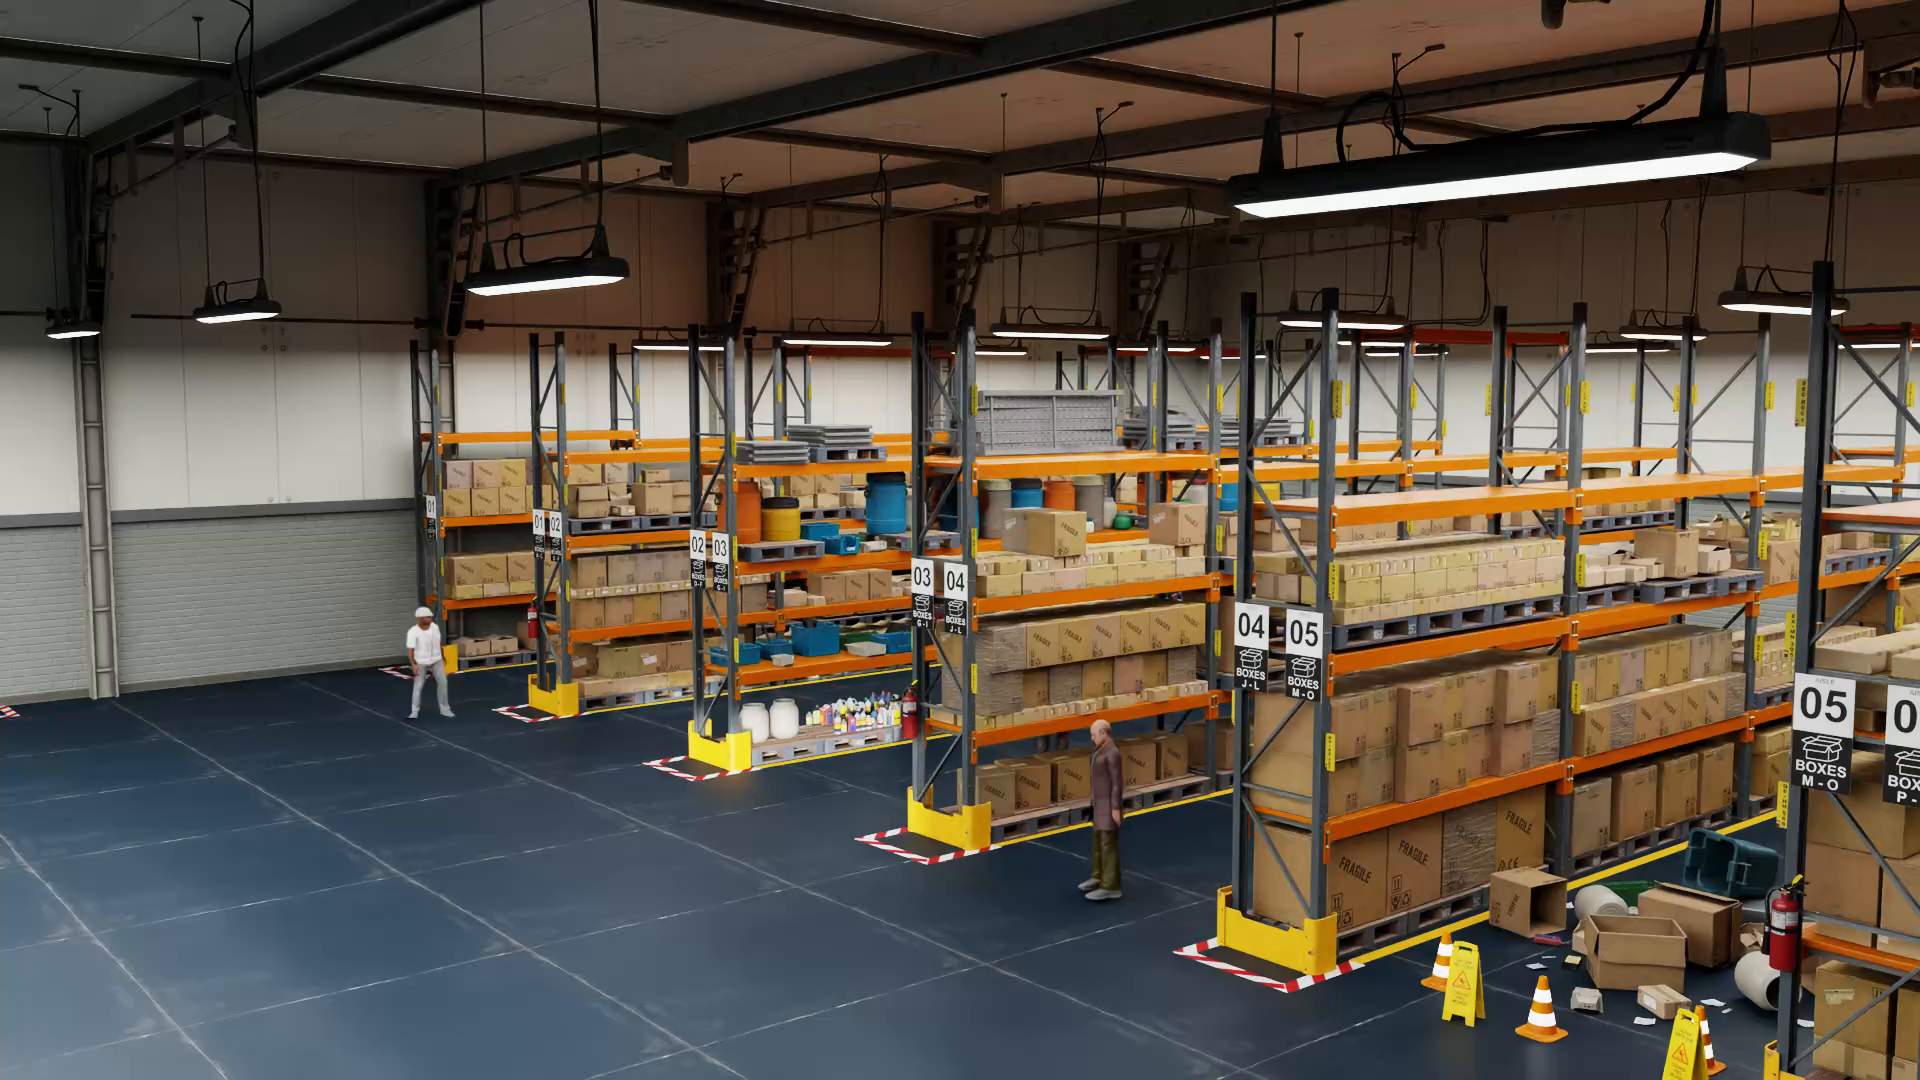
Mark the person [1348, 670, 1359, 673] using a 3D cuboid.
[{"bbox_3d":[4.741,2.407,20.202,0.435,1.781,0.576,1,5,14],"label":"person"}]

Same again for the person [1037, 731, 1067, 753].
[{"bbox_3d":[1.188,2.311,21.916,0.584,1.784,0.551,1,5,12],"label":"person"}]

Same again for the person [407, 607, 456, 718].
[{"bbox_3d":[-8.277,1.929,25.913,0.711,1.811,0.565,-5,7,-41],"label":"person"}]

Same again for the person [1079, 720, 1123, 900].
[{"bbox_3d":[1.438,2.710,16.923,0.430,1.772,0.632,-1,5,-8],"label":"person"}]
